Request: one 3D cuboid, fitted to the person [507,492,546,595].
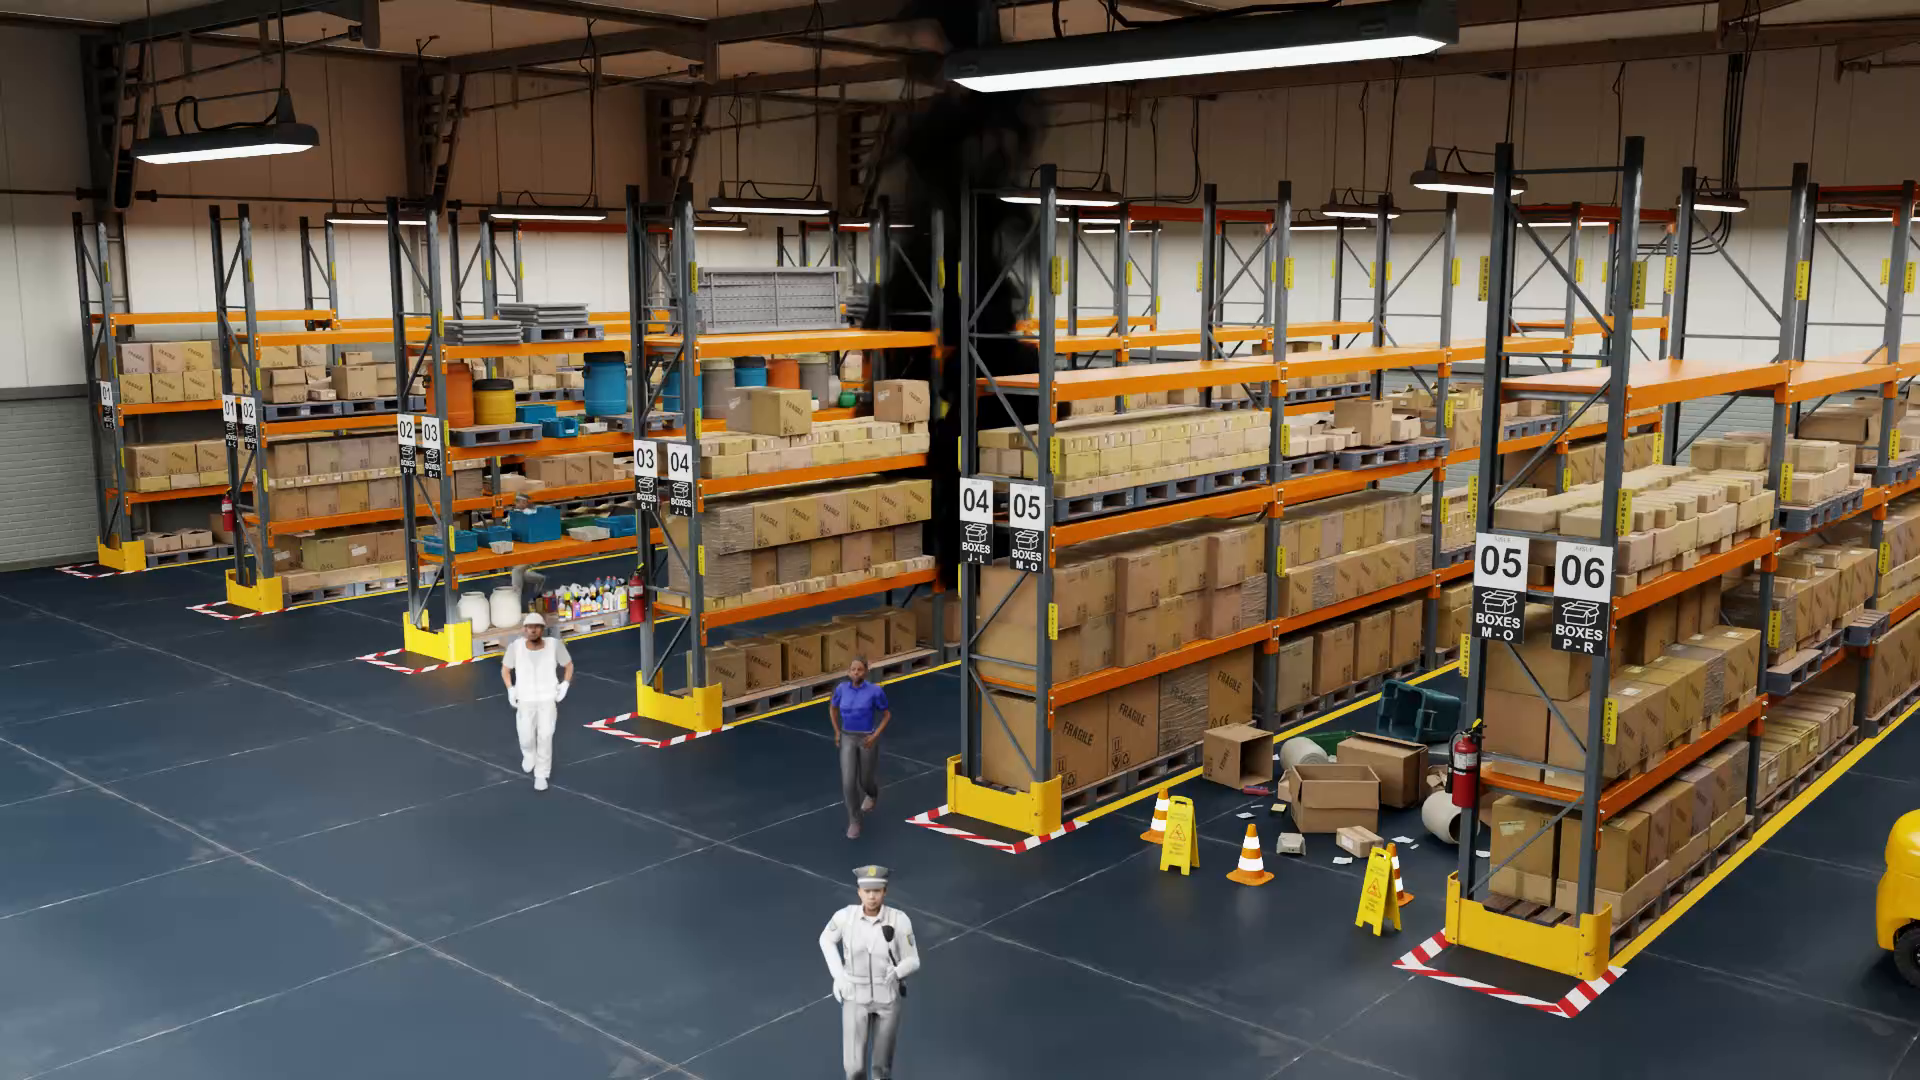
[{"bbox_3d":[-6.619,0.131,25.168,0.678,1.747,0.992,7,12,35],"label":"person"}]

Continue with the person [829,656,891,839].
[{"bbox_3d":[-0.920,1.859,15.277,0.593,1.617,0.713,1,10,7],"label":"person"}]

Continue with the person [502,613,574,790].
[{"bbox_3d":[-4.204,1.572,16.608,0.703,1.756,0.603,-2,10,-13],"label":"person"}]

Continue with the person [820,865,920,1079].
[{"bbox_3d":[-0.529,2.739,9.801,0.594,1.714,0.641,-1,9,-4],"label":"person"}]

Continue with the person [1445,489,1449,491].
[{"bbox_3d":[7.741,-0.005,26.482,0.528,1.635,0.746,8,12,40],"label":"person"}]
